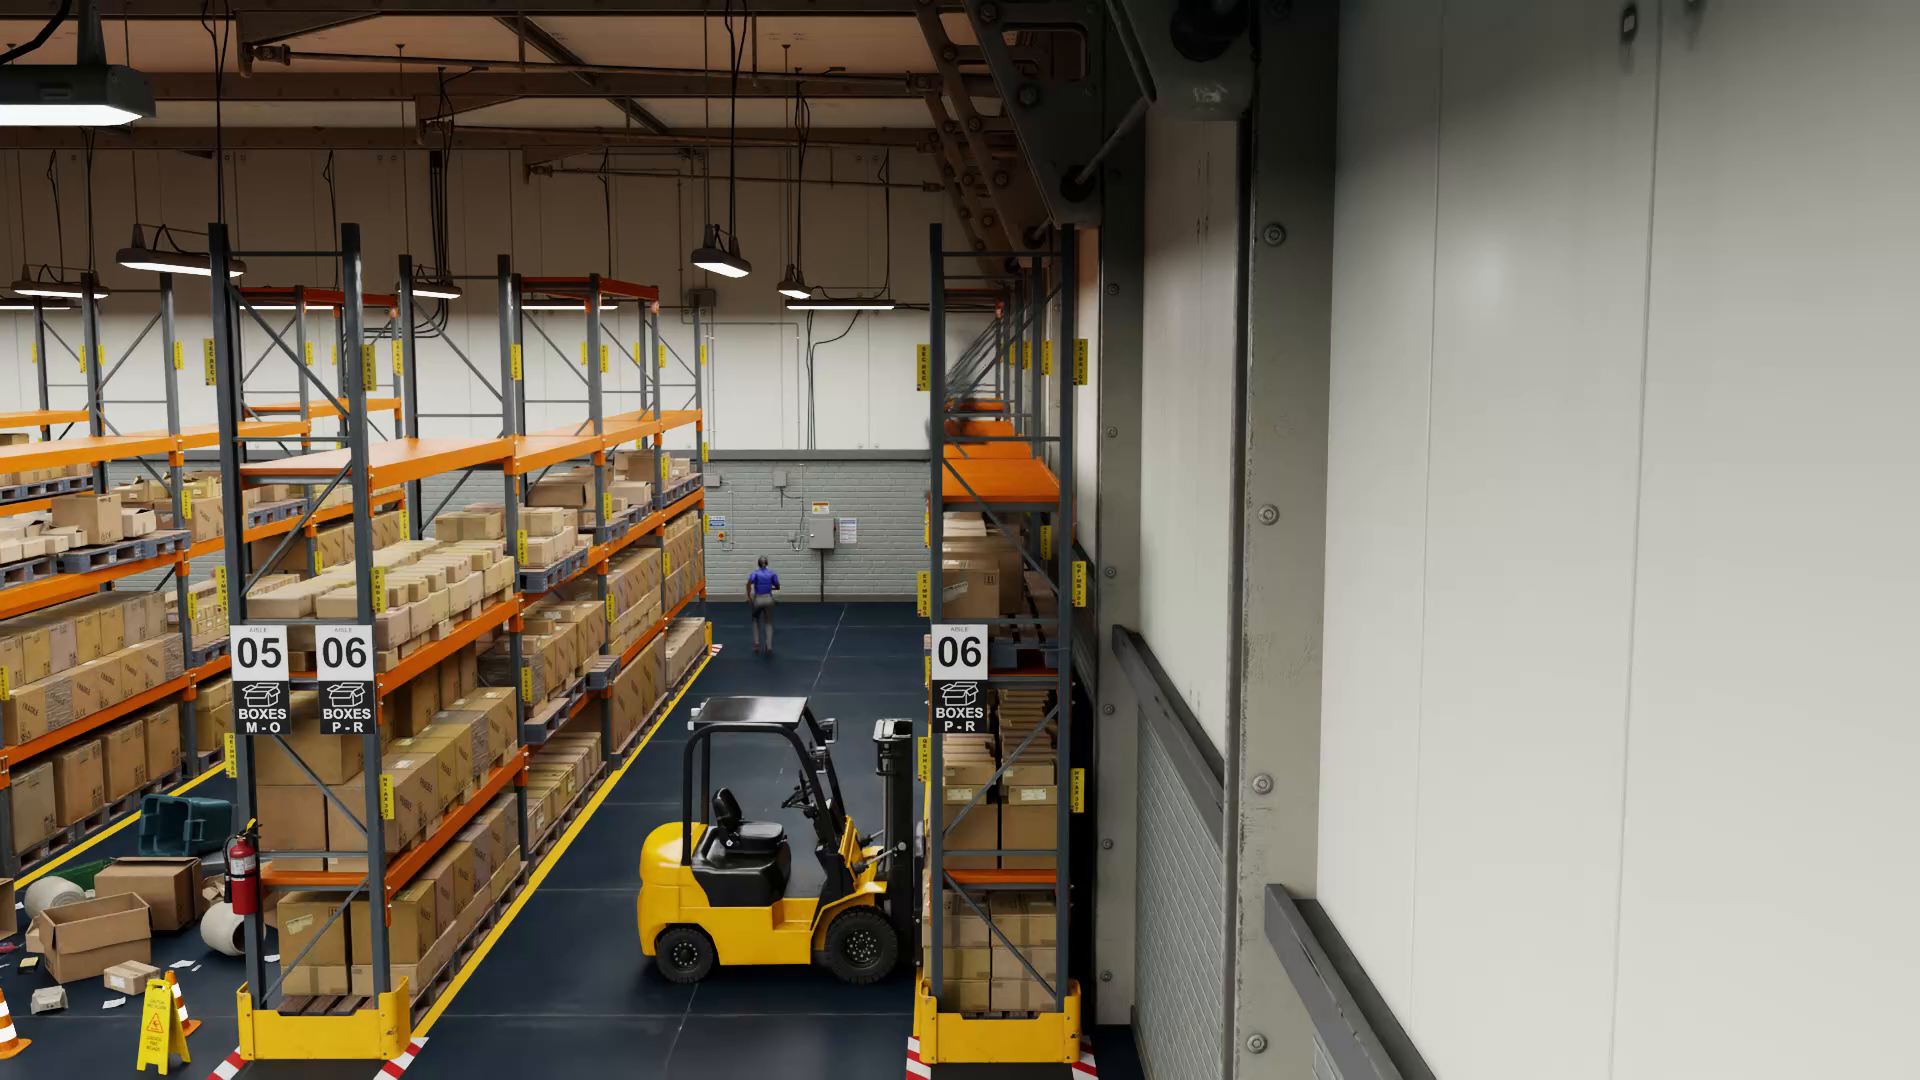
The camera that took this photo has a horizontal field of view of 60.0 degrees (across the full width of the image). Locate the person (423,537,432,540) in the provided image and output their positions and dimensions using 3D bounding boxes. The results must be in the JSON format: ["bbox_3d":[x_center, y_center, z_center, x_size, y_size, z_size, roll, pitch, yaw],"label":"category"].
[{"bbox_3d":[-9.289,0.854,29.370,0.953,1.820,0.694,-4,8,-30],"label":"person"}]

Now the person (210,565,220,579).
[{"bbox_3d":[-11.439,1.294,25.856,0.734,1.762,0.951,1,7,9],"label":"person"}]

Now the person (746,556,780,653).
[{"bbox_3d":[-3.305,1.113,27.948,0.592,1.688,0.815,-1,7,-12],"label":"person"}]
